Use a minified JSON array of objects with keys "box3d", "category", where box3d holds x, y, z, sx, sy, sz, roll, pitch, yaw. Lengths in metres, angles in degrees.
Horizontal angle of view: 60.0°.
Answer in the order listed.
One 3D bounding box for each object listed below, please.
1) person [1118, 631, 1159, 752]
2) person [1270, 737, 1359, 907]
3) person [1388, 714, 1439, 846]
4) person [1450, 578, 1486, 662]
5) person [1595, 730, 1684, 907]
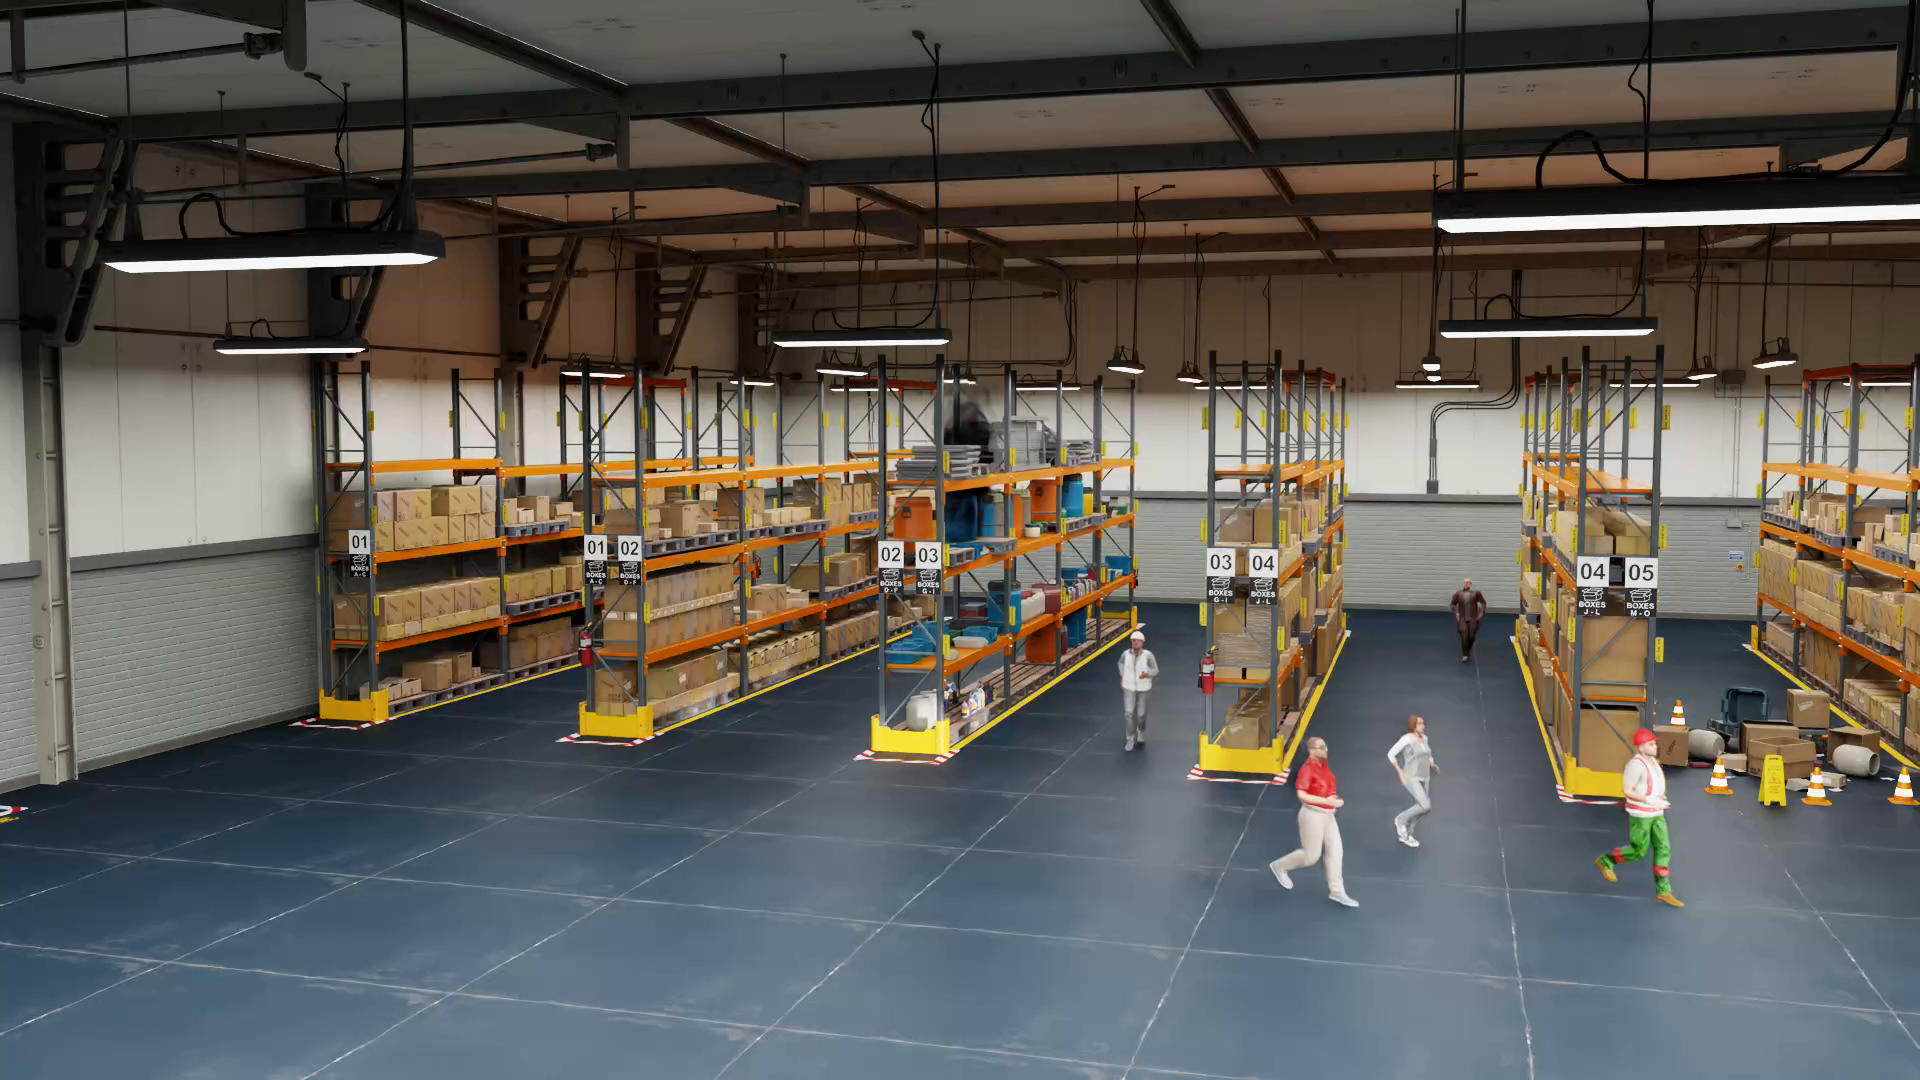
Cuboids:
[{"box3d":[2.732,2.302,25.514,0.647,1.820,0.796,1,4,11],"category":"person"},{"box3d":[3.701,2.904,17.304,0.954,1.726,0.664,3,5,38],"category":"person"},{"box3d":[5.373,2.829,19.508,0.528,1.562,0.544,-3,5,-36],"category":"person"},{"box3d":[10.568,1.666,34.636,0.717,1.740,0.571,2,4,21],"category":"person"},{"box3d":[7.137,2.871,17.397,0.656,1.789,0.956,-3,5,-38],"category":"person"}]
